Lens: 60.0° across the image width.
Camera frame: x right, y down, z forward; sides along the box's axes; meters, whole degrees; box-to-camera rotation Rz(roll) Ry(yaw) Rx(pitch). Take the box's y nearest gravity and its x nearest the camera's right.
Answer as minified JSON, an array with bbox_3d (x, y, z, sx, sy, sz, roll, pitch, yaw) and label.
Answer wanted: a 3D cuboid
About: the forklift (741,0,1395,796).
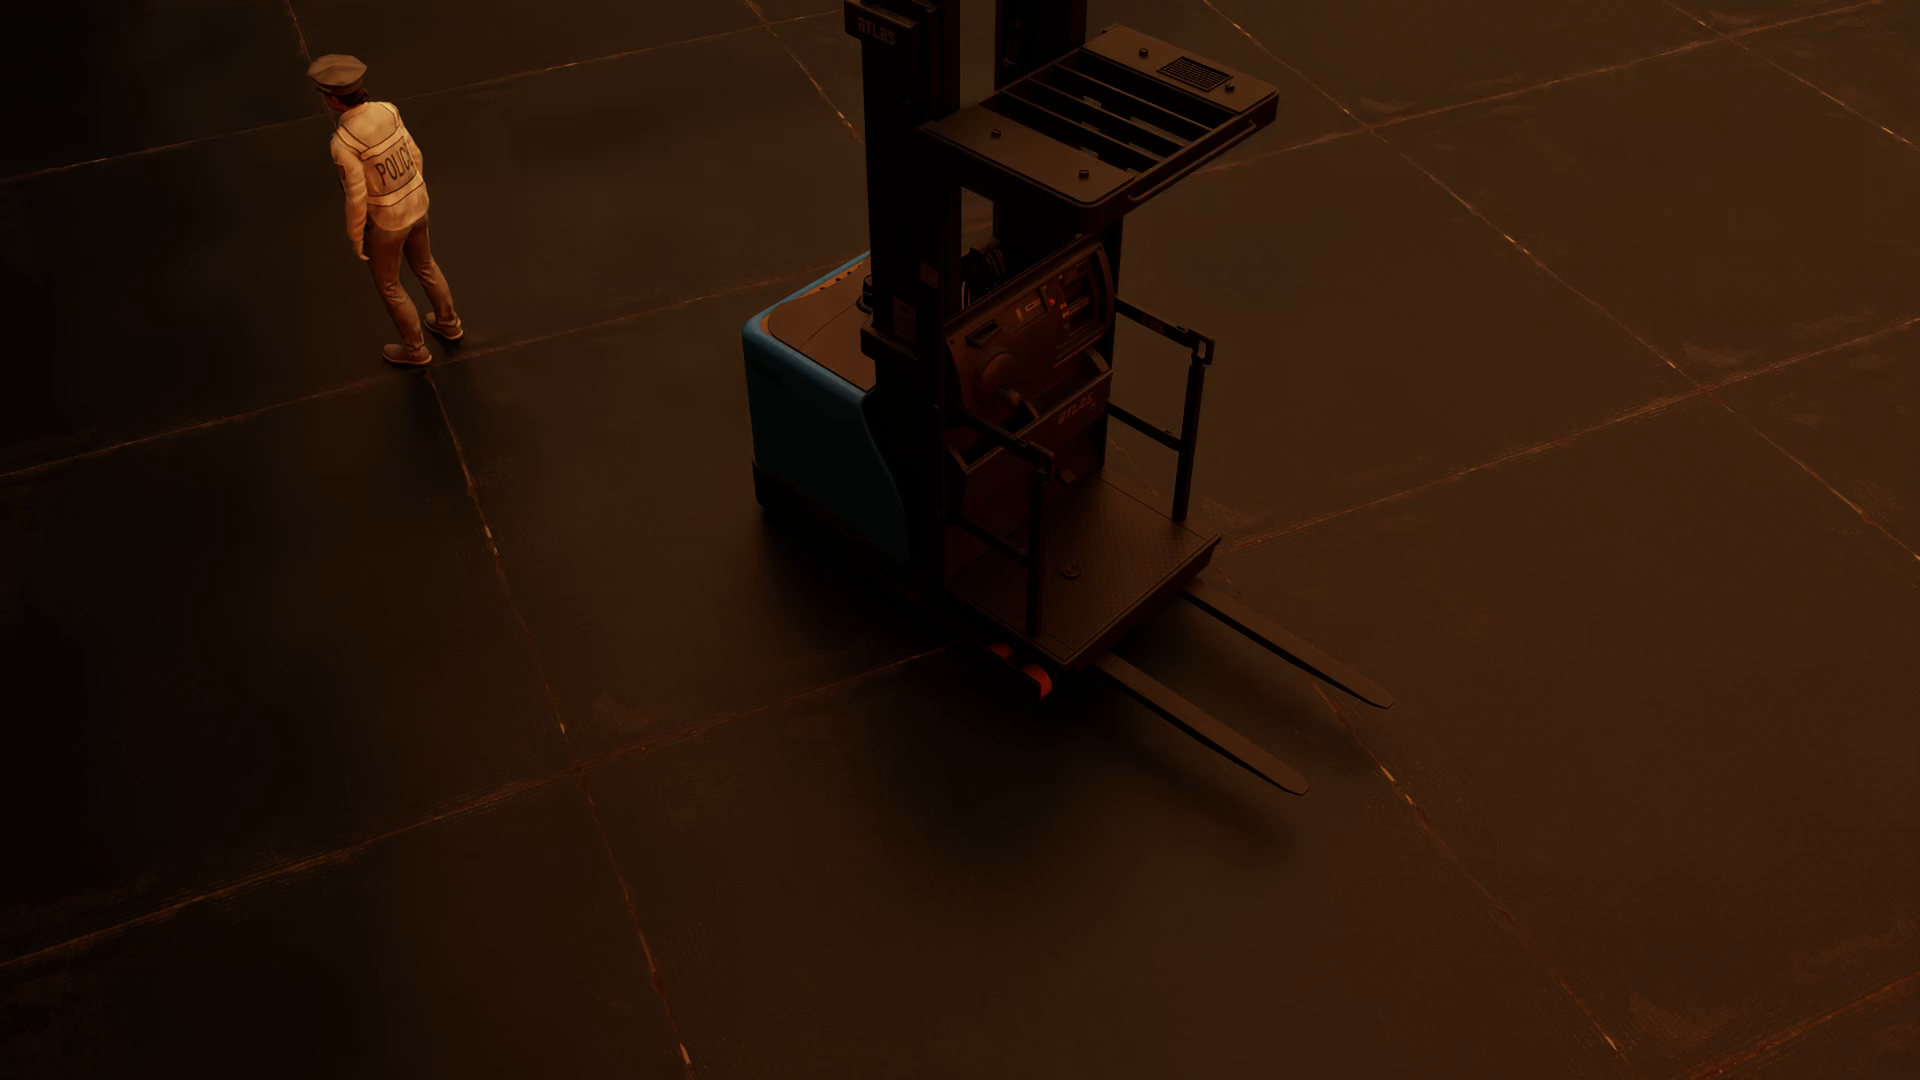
[{"bbox_3d":[0.445,-0.788,6.525,3.031,2.935,1.130,32,52,30],"label":"forklift"}]

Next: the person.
[{"bbox_3d":[-2.868,-1.625,8.353,0.375,1.662,0.542,18,46,19],"label":"person"}]
